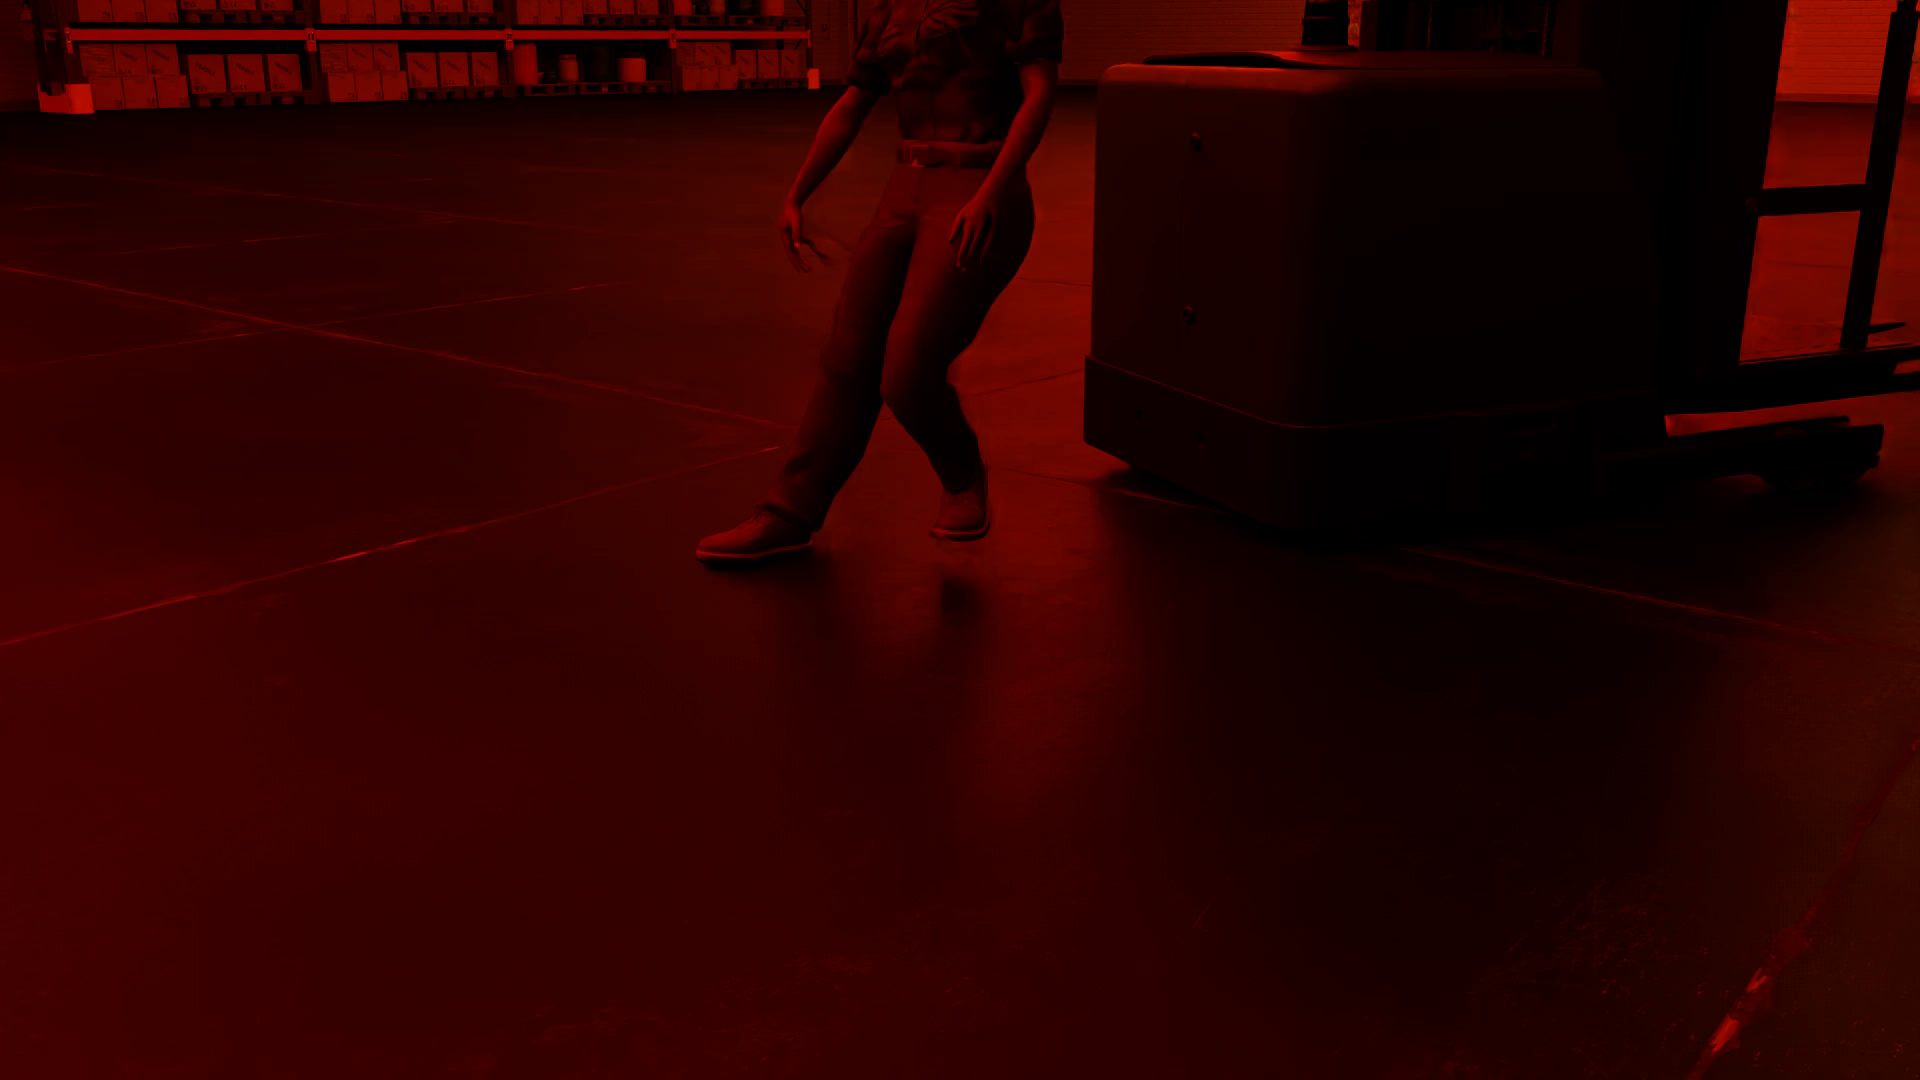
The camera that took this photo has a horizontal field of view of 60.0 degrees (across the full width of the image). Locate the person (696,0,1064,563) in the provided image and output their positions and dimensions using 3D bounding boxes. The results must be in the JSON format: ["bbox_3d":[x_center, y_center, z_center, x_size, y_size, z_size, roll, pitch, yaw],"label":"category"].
[{"bbox_3d":[-0.172,-0.688,3.497,0.637,1.583,0.650,-14,22,-38],"label":"person"}]

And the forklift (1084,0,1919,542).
[{"bbox_3d":[1.904,-1.664,4.377,3.031,2.935,1.130,-7,18,-23],"label":"forklift"}]
